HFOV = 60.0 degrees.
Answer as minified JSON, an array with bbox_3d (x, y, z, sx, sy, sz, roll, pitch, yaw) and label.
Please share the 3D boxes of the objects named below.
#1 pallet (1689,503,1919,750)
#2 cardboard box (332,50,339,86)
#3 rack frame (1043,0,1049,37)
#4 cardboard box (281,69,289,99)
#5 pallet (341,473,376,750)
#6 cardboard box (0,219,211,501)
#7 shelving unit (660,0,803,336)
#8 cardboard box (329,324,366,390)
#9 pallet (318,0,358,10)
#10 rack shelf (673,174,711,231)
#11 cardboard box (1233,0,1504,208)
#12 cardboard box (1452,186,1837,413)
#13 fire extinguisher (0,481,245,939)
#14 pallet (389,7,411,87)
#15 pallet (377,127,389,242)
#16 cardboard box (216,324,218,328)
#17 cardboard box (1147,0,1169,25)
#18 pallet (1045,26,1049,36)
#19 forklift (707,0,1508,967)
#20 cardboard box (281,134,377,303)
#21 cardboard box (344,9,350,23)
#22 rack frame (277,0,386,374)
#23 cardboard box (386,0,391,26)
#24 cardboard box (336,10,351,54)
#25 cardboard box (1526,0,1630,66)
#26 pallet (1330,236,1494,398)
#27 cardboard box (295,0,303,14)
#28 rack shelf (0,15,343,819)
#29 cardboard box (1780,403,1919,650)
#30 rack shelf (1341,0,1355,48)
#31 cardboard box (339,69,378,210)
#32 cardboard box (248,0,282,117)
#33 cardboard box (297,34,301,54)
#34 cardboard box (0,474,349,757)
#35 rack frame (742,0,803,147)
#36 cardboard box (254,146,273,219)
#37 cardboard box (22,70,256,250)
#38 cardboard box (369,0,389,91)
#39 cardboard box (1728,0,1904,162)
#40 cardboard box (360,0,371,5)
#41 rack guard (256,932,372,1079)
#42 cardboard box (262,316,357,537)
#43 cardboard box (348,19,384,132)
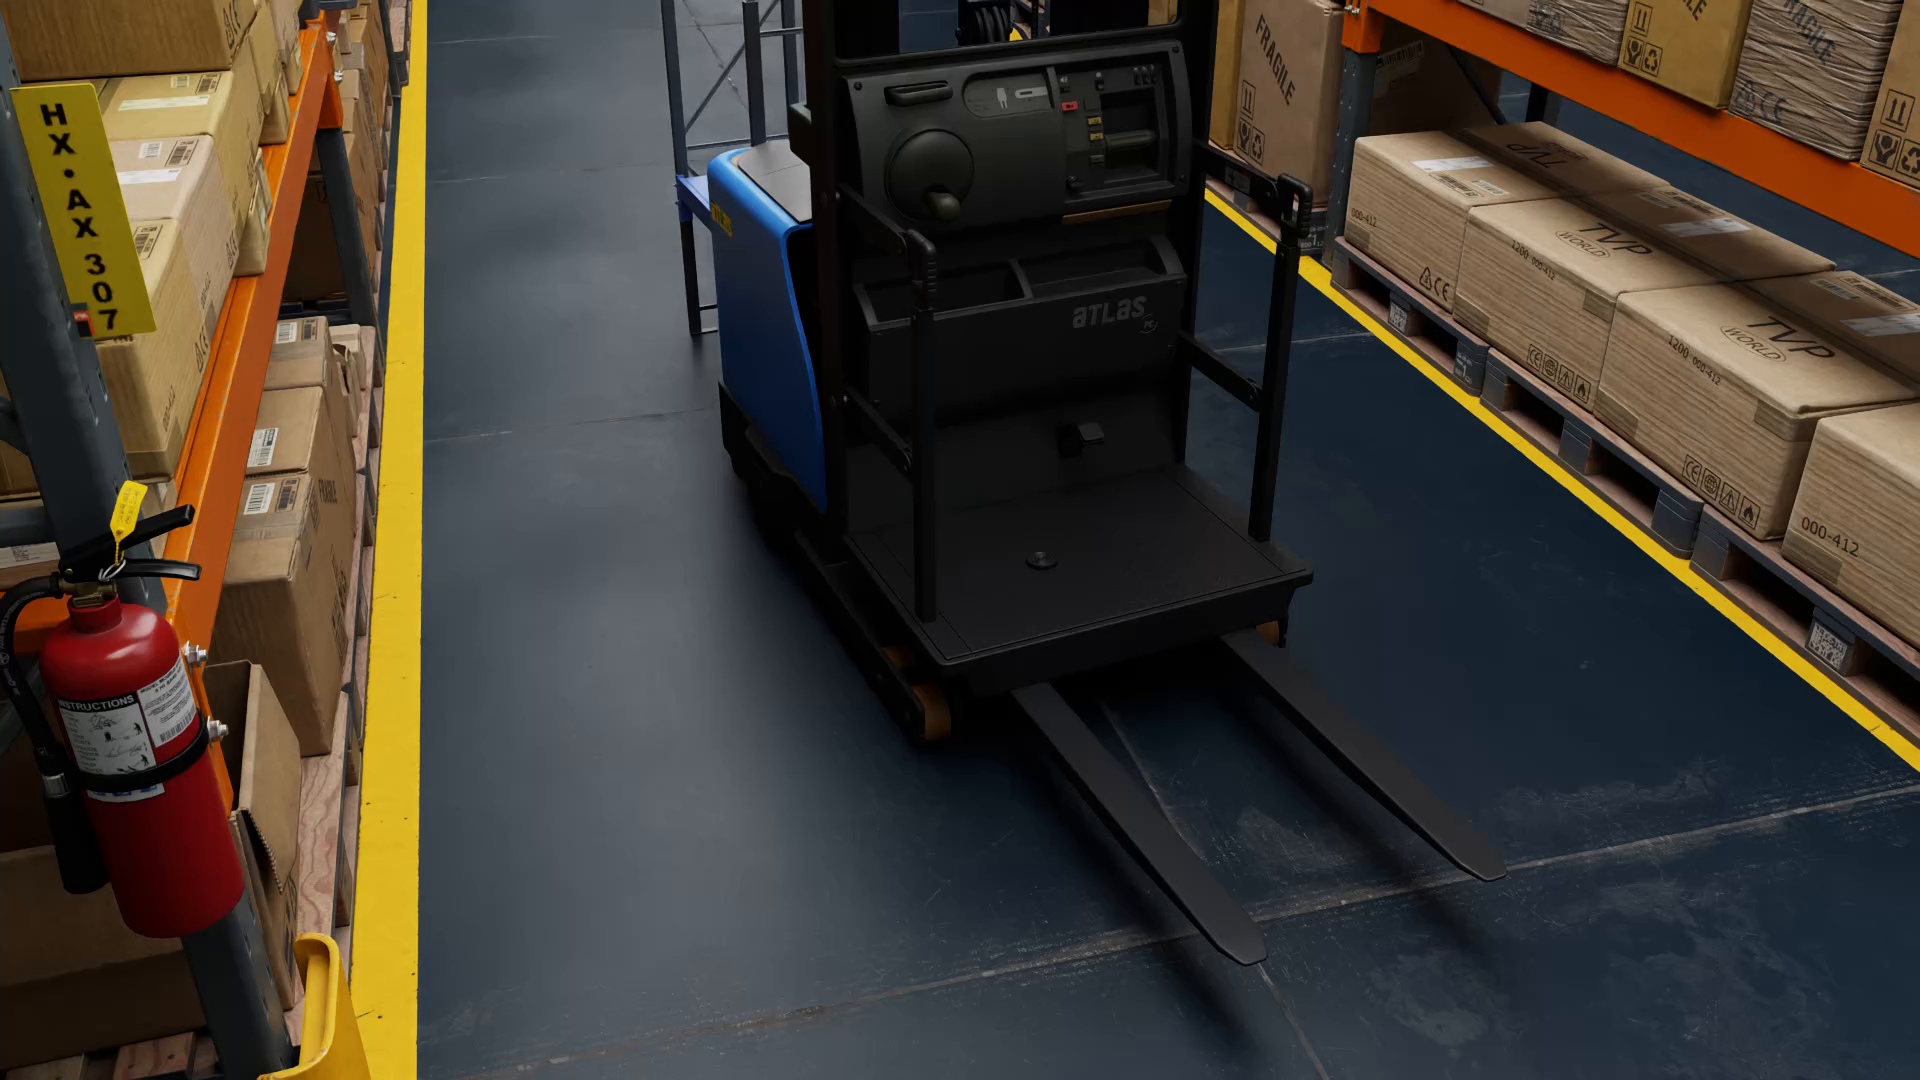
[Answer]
[{"bbox_3d":[2.867,0.206,4.683,1.003,0.211,1.213,-8,31,-13],"label":"pallet"},{"bbox_3d":[-2.873,-1.986,7.116,0.380,0.149,0.250,-8,31,-13],"label":"cardboard box"},{"bbox_3d":[1.032,-4.489,10.010,1.000,3.000,0.127,-8,31,-13],"label":"rack frame"},{"bbox_3d":[-2.137,-1.290,4.735,0.380,0.149,0.250,-7,31,-12],"label":"cardboard box"},{"bbox_3d":[-2.182,0.234,4.635,1.003,0.211,1.213,-8,31,-13],"label":"pallet"},{"bbox_3d":[-1.490,-0.282,2.595,0.500,0.250,0.500,-8,31,-13],"label":"cardboard box"},{"bbox_3d":[-0.646,-1.293,5.986,0.538,1.500,1.048,-13,32,-21],"label":"shelving unit"},{"bbox_3d":[-2.260,-0.613,5.741,0.380,0.149,0.250,-9,31,-15],"label":"cardboard box"},{"bbox_3d":[-2.798,-2.212,6.269,1.003,0.211,1.213,-8,31,-13],"label":"pallet"},{"bbox_3d":[-0.646,-1.137,6.076,0.538,0.185,1.000,-13,32,-21],"label":"rack shelf"},{"bbox_3d":[1.852,-2.108,7.599,0.875,0.875,0.875,-7,31,-12],"label":"cardboard box"},{"bbox_3d":[2.395,-0.880,5.914,0.875,0.438,0.875,-9,31,-15],"label":"cardboard box"},{"bbox_3d":[-1.145,0.242,2.288,0.296,0.674,0.183,-8,31,-13],"label":"fire extinguisher"},{"bbox_3d":[-3.934,-3.023,10.261,1.003,0.211,1.213,-8,31,-13],"label":"pallet"},{"bbox_3d":[-3.271,-1.666,7.918,1.003,0.211,1.213,-8,31,-13],"label":"pallet"},{"bbox_3d":[-1.676,-0.419,3.230,0.380,0.149,0.250,-7,31,-12],"label":"cardboard box"},{"bbox_3d":[1.368,-2.975,9.097,0.875,0.875,0.875,-7,31,-13],"label":"cardboard box"},{"bbox_3d":[1.168,-2.891,10.034,1.003,0.211,1.213,-8,31,-13],"label":"pallet"},{"bbox_3d":[0.255,-0.983,4.022,1.130,2.935,3.031,-13,32,-21],"label":"forklift"},{"bbox_3d":[-2.603,-1.258,6.506,0.500,0.500,0.500,-7,31,-11],"label":"cardboard box"},{"bbox_3d":[-3.222,-2.608,8.190,0.380,0.149,0.250,-7,31,-12],"label":"cardboard box"},{"bbox_3d":[-2.691,-1.895,5.529,1.000,3.000,0.127,-8,31,-13],"label":"rack frame"},{"bbox_3d":[-3.905,-3.284,9.880,0.875,0.625,0.625,-7,31,-12],"label":"cardboard box"},{"bbox_3d":[-3.053,-2.358,7.759,0.380,0.149,0.250,-9,31,-16],"label":"cardboard box"},{"bbox_3d":[2.221,-1.854,5.359,0.500,0.500,0.500,-8,31,-13],"label":"cardboard box"},{"bbox_3d":[2.220,-0.972,6.719,1.003,0.211,1.213,-8,31,-13],"label":"pallet"},{"bbox_3d":[-2.321,-1.745,5.123,0.500,0.250,0.500,-7,31,-12],"label":"cardboard box"},{"bbox_3d":[-2.160,-0.617,4.041,1.077,0.370,4.000,-8,31,-13],"label":"rack shelf"},{"bbox_3d":[2.883,-0.003,4.399,0.875,0.438,0.875,-9,31,-15],"label":"cardboard box"},{"bbox_3d":[1.563,-3.211,8.522,1.077,0.370,4.000,-8,31,-13],"label":"rack shelf"},{"bbox_3d":[-2.882,-1.756,7.365,0.500,0.500,0.500,-9,31,-15],"label":"cardboard box"},{"bbox_3d":[-2.054,-1.262,4.290,0.500,0.250,0.500,-8,31,-14],"label":"cardboard box"},{"bbox_3d":[-2.273,-1.543,5.172,0.380,0.149,0.250,-7,31,-12],"label":"cardboard box"},{"bbox_3d":[-1.890,0.211,3.967,0.700,0.500,0.500,-7,31,-11],"label":"cardboard box"},{"bbox_3d":[-0.439,-1.060,5.585,0.500,1.500,0.032,-13,32,-21],"label":"rack frame"},{"bbox_3d":[-1.836,-0.803,3.893,0.380,0.149,0.250,-7,31,-12],"label":"cardboard box"},{"bbox_3d":[-1.762,-0.770,3.438,0.500,0.250,0.500,-8,31,-14],"label":"cardboard box"},{"bbox_3d":[-3.433,-2.751,9.085,0.500,0.500,0.500,-7,31,-12],"label":"cardboard box"},{"bbox_3d":[2.507,-1.357,4.501,0.500,0.500,0.500,-7,31,-12],"label":"cardboard box"},{"bbox_3d":[-3.275,-2.875,8.651,0.380,0.149,0.250,-9,31,-16],"label":"cardboard box"},{"bbox_3d":[-1.650,1.082,2.881,1.175,0.500,0.348,-8,31,-13],"label":"rack guard"},{"bbox_3d":[-2.165,-0.290,4.833,0.700,0.500,0.500,-9,31,-15],"label":"cardboard box"},{"bbox_3d":[-3.169,-2.255,8.228,0.500,0.500,0.500,-7,31,-11],"label":"cardboard box"}]
